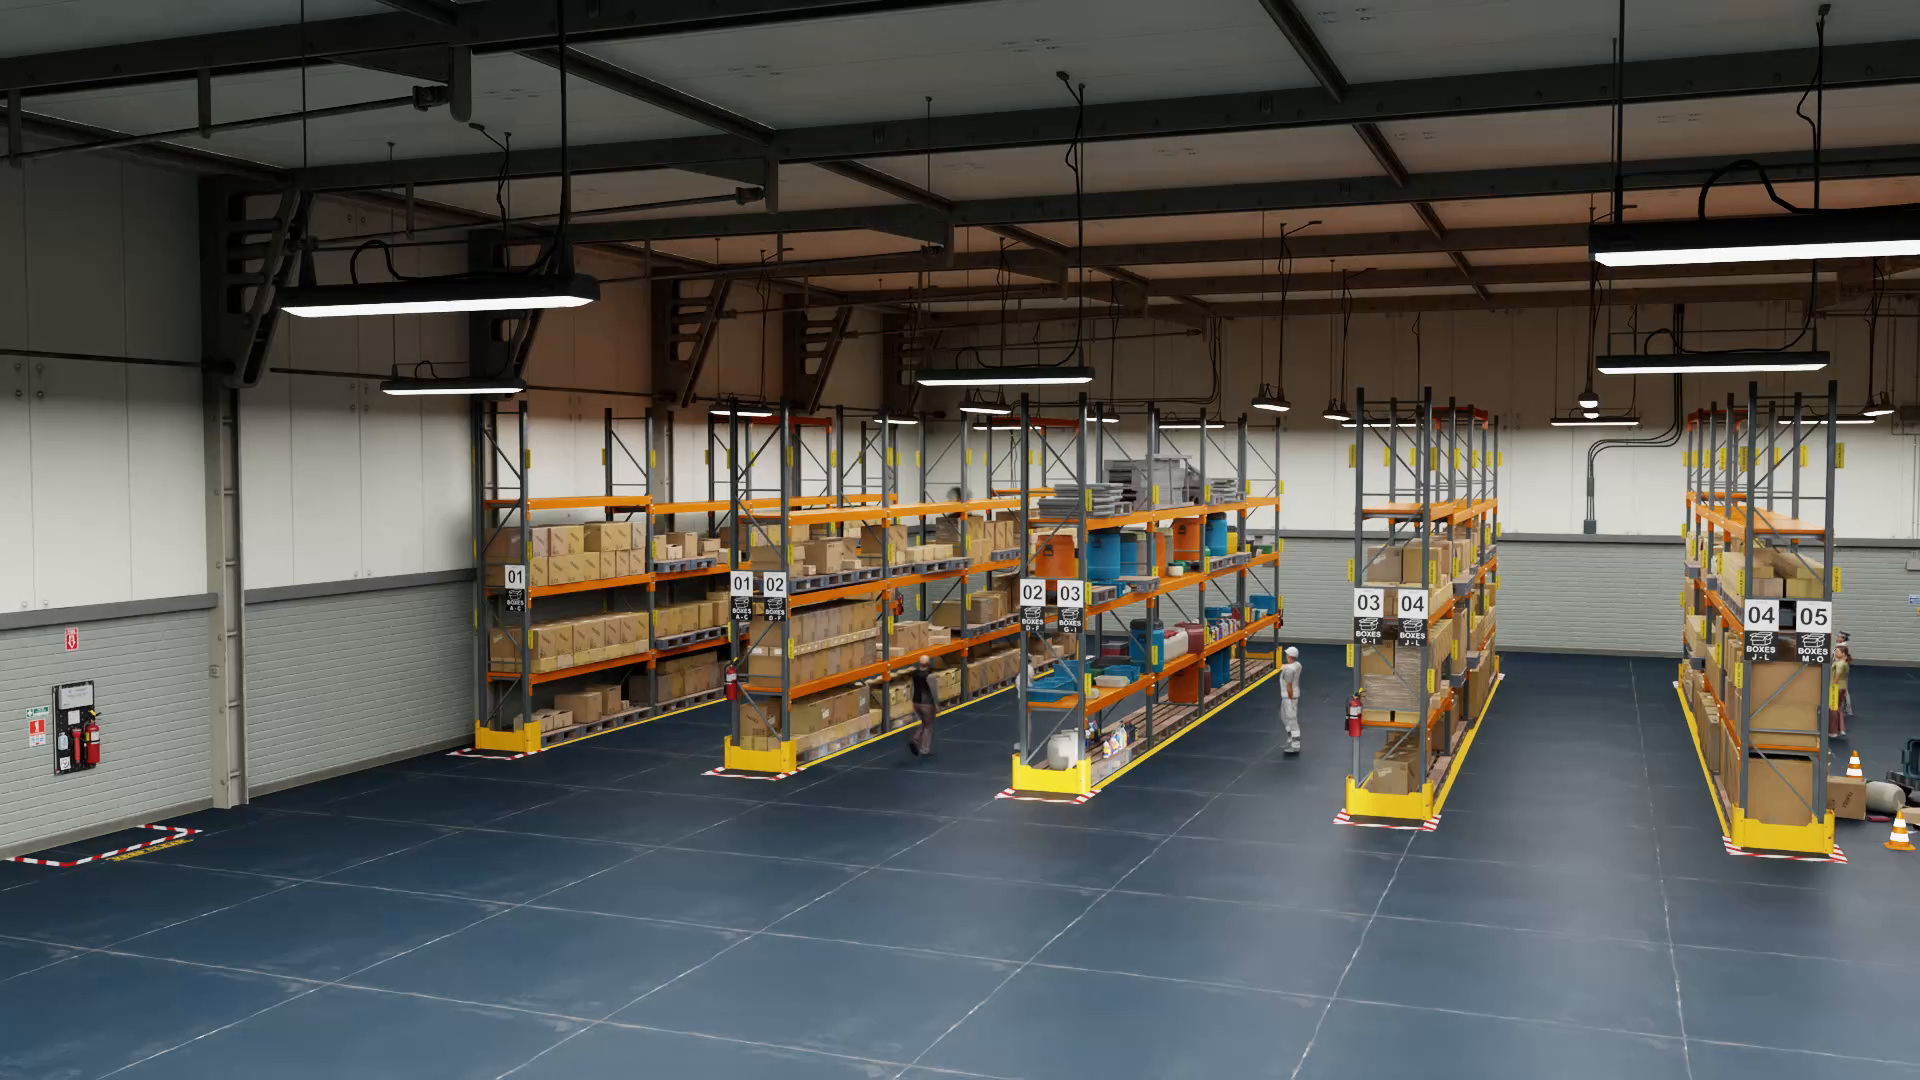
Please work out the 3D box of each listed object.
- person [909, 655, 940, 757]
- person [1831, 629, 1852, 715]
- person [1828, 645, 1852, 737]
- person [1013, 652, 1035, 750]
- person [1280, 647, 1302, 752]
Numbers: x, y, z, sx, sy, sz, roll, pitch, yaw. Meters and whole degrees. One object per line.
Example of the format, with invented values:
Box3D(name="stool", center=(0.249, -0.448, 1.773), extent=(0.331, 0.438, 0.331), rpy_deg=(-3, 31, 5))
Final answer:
Box3D(name="person", center=(-0.590, 2.774, 27.836), extent=(0.481, 1.711, 0.535), rpy_deg=(-2, 3, -36))
Box3D(name="person", center=(17.195, 2.587, 32.459), extent=(0.512, 1.692, 0.412), rpy_deg=(-3, 4, -44))
Box3D(name="person", center=(15.712, 2.729, 29.837), extent=(0.510, 1.705, 0.484), rpy_deg=(-2, 3, -31))
Box3D(name="person", center=(1.117, 2.760, 28.689), extent=(0.393, 1.682, 0.497), rpy_deg=(1, 3, 15))
Box3D(name="person", center=(5.664, 2.714, 28.457), extent=(0.364, 1.806, 0.708), rpy_deg=(1, 3, 16))
